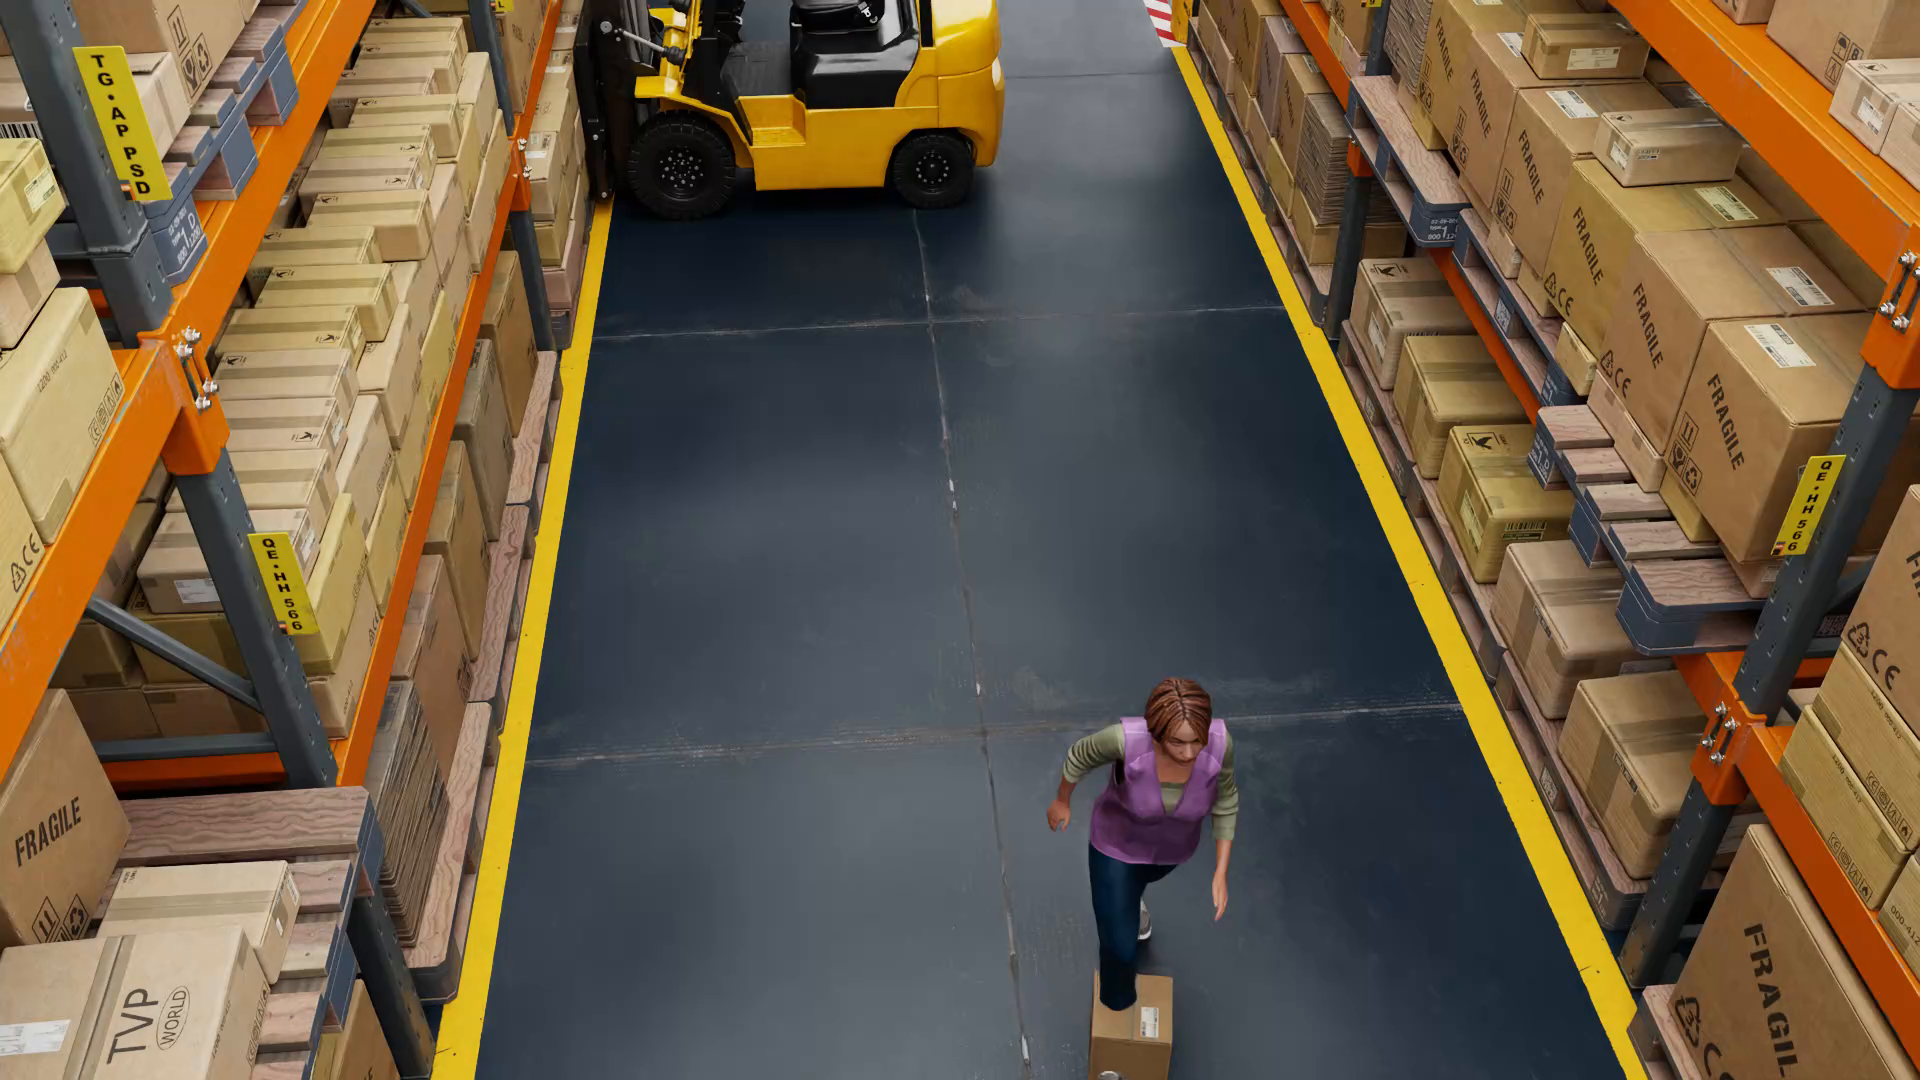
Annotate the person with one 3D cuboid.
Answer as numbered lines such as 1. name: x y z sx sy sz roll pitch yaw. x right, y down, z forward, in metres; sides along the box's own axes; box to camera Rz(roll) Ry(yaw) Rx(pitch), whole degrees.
1. person: 0.553 0.914 5.105 0.520 1.549 0.855 -7 40 -8
